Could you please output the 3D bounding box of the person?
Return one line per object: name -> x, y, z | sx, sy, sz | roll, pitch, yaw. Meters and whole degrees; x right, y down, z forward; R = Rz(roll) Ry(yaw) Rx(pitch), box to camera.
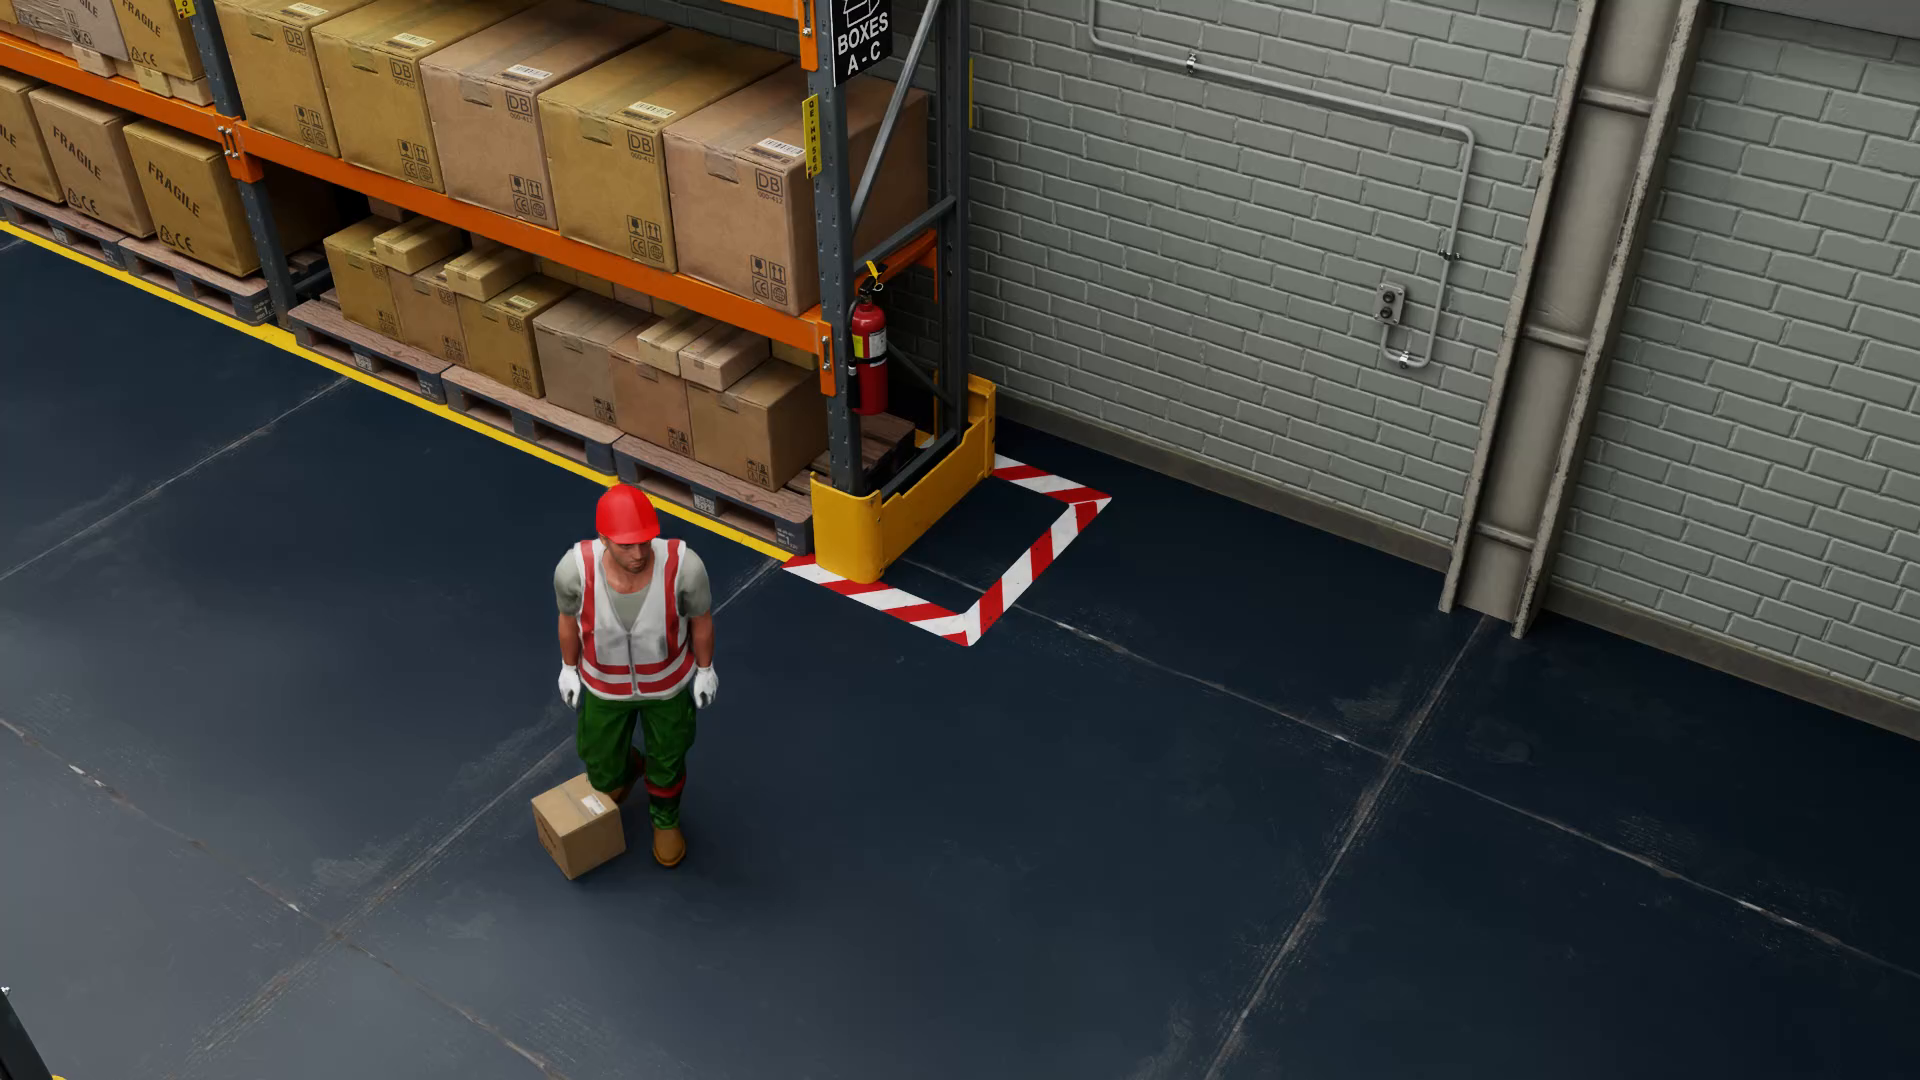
person -> -1.168, 0.473, 6.049 | 0.587, 1.781, 0.556 | -5, 38, -7
